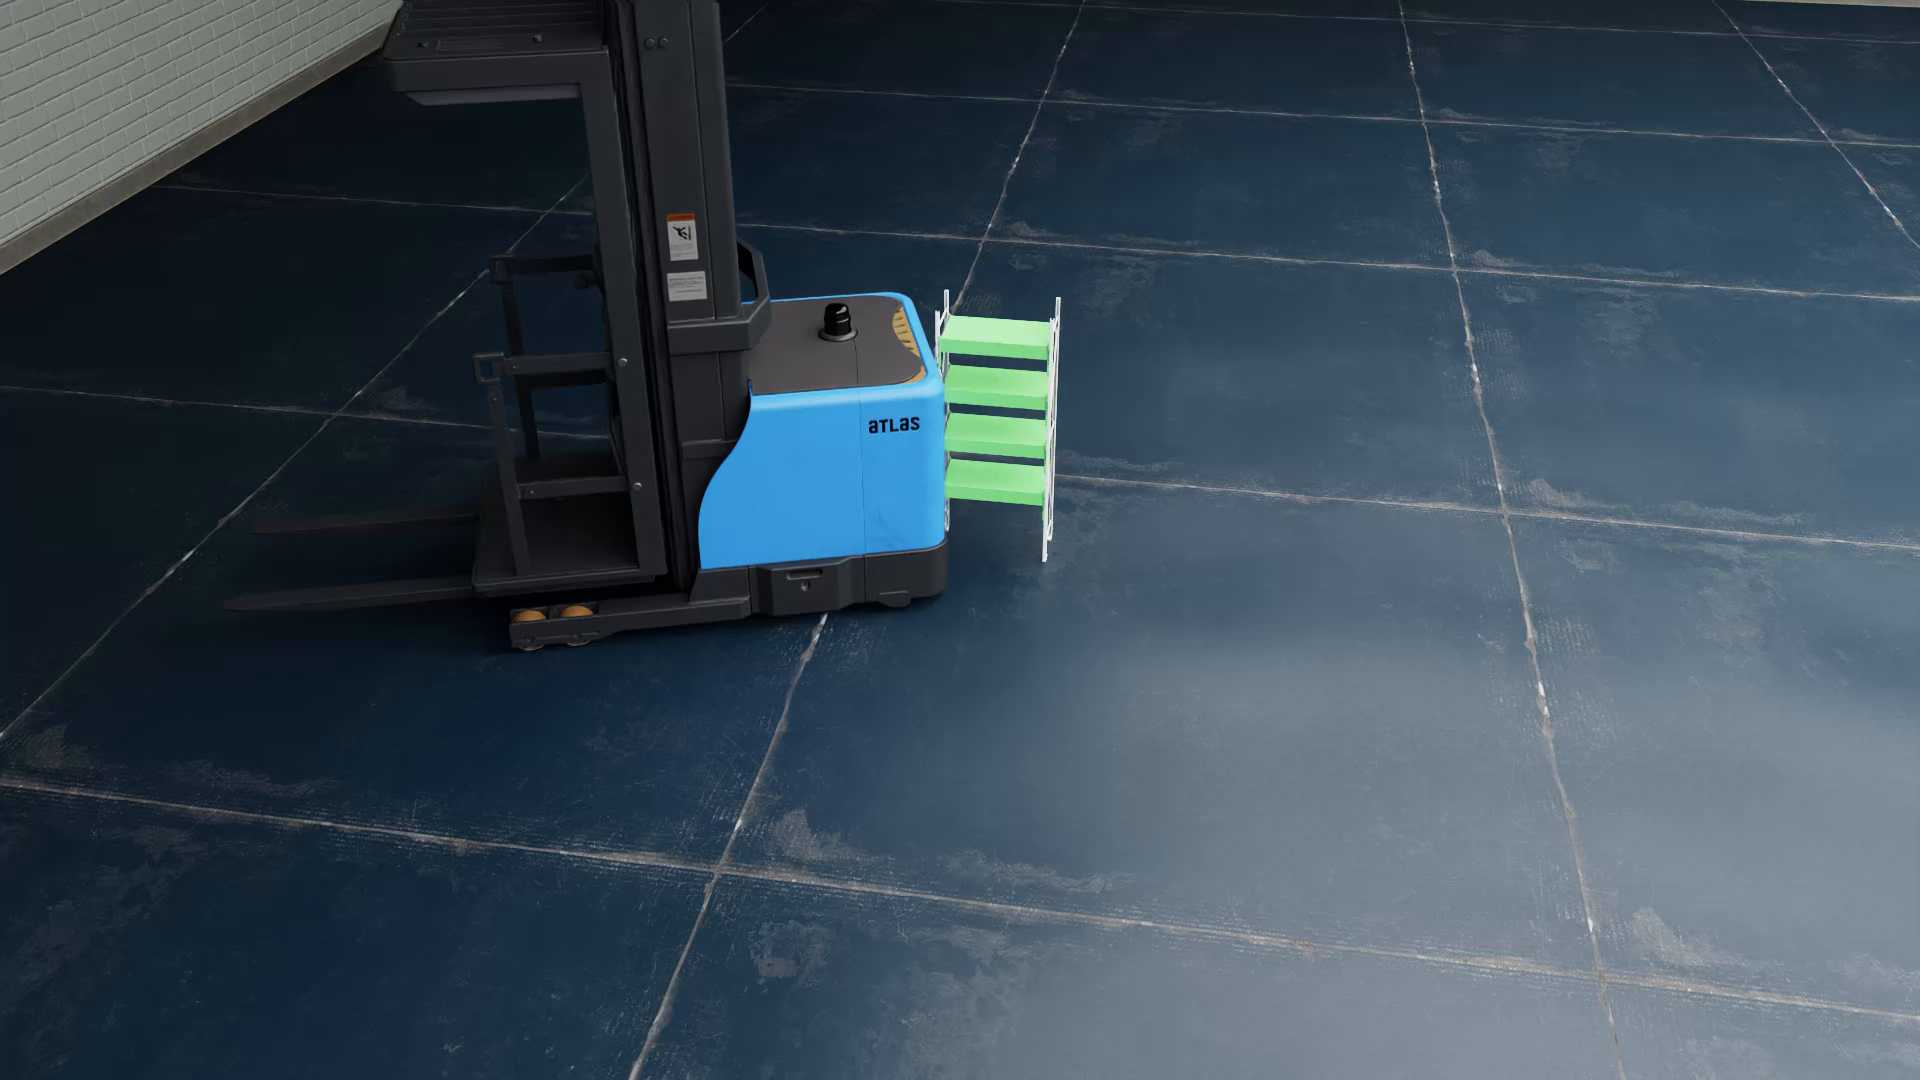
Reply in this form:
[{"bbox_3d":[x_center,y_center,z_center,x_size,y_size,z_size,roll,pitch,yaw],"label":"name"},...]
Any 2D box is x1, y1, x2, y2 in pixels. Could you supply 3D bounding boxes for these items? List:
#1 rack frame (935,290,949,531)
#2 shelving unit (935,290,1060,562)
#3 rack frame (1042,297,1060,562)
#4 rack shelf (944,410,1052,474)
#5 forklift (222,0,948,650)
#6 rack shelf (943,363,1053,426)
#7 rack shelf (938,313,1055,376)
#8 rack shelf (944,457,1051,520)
[{"bbox_3d":[-0.077,-0.516,7.443,0.015,1.200,0.240,5,32,8],"label":"rack frame"},{"bbox_3d":[0.163,-0.494,7.408,0.503,1.200,0.258,5,32,8],"label":"shelving unit"},{"bbox_3d":[0.404,-0.472,7.373,0.015,1.200,0.240,5,32,8],"label":"rack frame"},{"bbox_3d":[0.163,-0.440,7.442,0.480,0.148,0.258,5,32,8],"label":"rack shelf"},{"bbox_3d":[-1.619,-1.081,6.715,3.031,2.935,1.130,-5,32,-8],"label":"forklift"},{"bbox_3d":[0.163,-0.643,7.315,0.480,0.148,0.258,5,32,8],"label":"rack shelf"},{"bbox_3d":[0.163,-0.847,7.187,0.480,0.148,0.258,5,32,8],"label":"rack shelf"},{"bbox_3d":[0.163,-0.236,7.569,0.480,0.148,0.258,5,32,8],"label":"rack shelf"}]
